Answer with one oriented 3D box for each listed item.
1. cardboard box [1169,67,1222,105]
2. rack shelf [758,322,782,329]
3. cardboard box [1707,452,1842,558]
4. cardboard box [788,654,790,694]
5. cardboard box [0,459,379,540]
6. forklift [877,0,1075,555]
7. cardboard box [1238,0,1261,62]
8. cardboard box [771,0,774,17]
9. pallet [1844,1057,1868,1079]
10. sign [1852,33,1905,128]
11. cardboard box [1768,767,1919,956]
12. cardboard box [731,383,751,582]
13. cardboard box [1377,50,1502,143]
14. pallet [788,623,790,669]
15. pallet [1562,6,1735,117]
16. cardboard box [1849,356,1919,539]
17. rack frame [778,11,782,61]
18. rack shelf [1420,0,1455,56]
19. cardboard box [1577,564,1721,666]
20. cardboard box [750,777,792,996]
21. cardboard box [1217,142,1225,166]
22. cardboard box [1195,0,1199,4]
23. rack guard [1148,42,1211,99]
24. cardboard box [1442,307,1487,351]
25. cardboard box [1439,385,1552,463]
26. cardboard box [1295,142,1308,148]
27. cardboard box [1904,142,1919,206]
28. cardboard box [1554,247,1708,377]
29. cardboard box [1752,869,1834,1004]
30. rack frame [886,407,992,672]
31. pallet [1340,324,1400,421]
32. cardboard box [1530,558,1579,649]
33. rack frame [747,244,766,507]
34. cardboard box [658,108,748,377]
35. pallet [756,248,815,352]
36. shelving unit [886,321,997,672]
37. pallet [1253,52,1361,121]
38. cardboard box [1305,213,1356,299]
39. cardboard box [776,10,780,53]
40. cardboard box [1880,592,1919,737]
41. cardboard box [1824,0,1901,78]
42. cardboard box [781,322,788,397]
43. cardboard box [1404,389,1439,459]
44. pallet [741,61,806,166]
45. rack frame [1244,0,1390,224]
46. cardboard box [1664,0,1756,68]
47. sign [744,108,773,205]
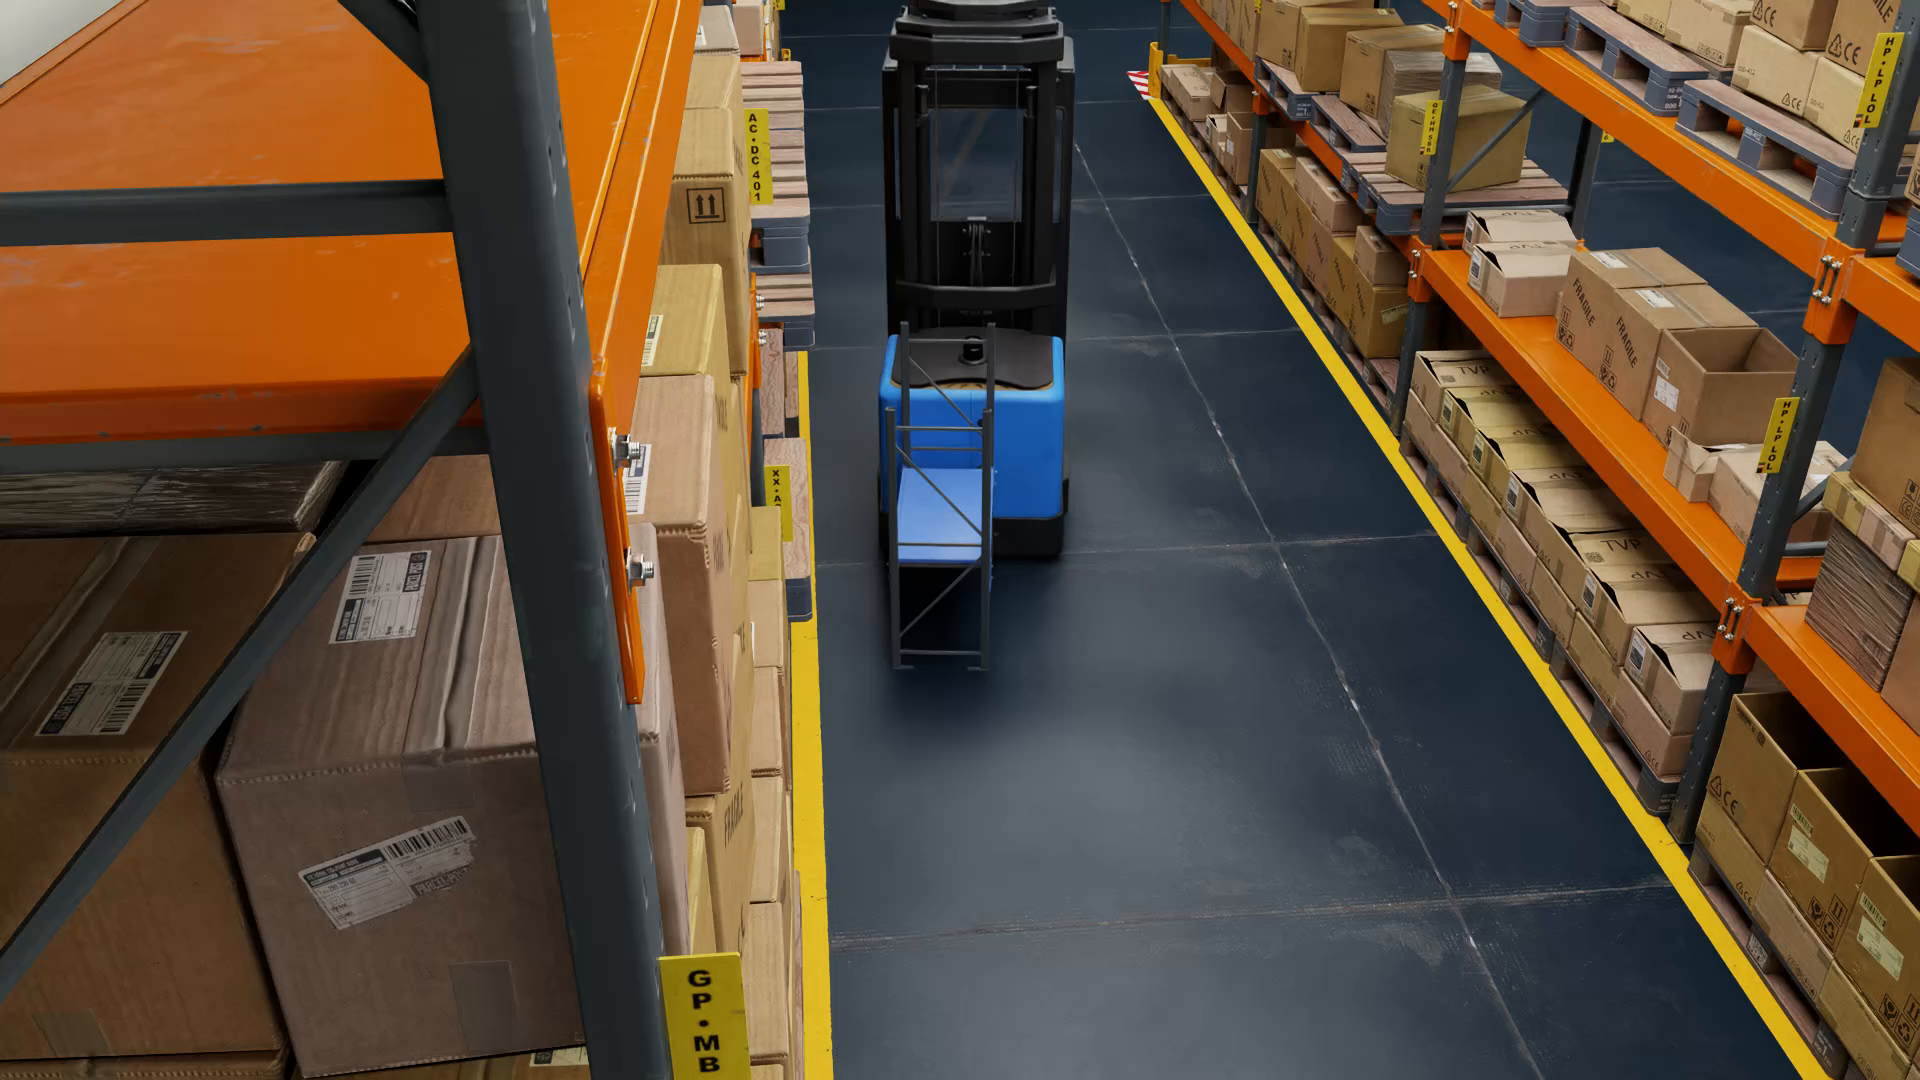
[{"bbox_3d":[2.407,-4.560,16.711,0.500,0.250,0.500,-3,31,-5],"label":"cardboard box"},{"bbox_3d":[-1.406,-0.444,8.270,1.077,0.370,4.000,-3,31,-5],"label":"rack shelf"},{"bbox_3d":[3.623,-0.156,7.233,0.500,0.250,0.500,-1,31,-1],"label":"cardboard box"},{"bbox_3d":[-0.873,0.551,6.029,0.500,0.250,0.500,-3,31,-4],"label":"cardboard box"},{"bbox_3d":[-1.208,0.056,2.714,0.500,0.500,0.500,-1,31,-2],"label":"cardboard box"},{"bbox_3d":[0.113,-1.892,10.060,1.130,2.935,3.031,1,31,2],"label":"forklift"},{"bbox_3d":[2.663,-4.342,13.996,0.500,0.500,0.500,-2,31,-4],"label":"cardboard box"},{"bbox_3d":[-1.668,-4.091,12.536,0.500,0.250,0.500,-2,31,-3],"label":"cardboard box"},{"bbox_3d":[3.862,2.258,5.764,1.003,0.211,1.213,-3,31,-5],"label":"pallet"},{"bbox_3d":[3.173,-1.585,5.742,0.100,0.325,0.005,-3,31,-5],"label":"sign"},{"bbox_3d":[3.499,1.214,6.334,0.500,0.500,0.500,-3,31,-5],"label":"cardboard box"},{"bbox_3d":[-0.766,-0.025,3.825,0.500,0.500,0.500,-1,31,-2],"label":"cardboard box"},{"bbox_3d":[3.273,-3.029,11.389,0.700,0.500,0.500,3,31,5],"label":"cardboard box"},{"bbox_3d":[-1.410,0.443,8.802,1.003,0.211,1.213,-3,31,-5],"label":"pallet"},{"bbox_3d":[3.599,-2.307,7.947,1.003,0.211,1.213,-1,31,-2],"label":"pallet"},{"bbox_3d":[3.760,-0.345,6.040,0.700,0.500,0.500,-3,31,-4],"label":"cardboard box"},{"bbox_3d":[-2.340,-5.859,16.633,1.000,3.000,0.127,-3,31,-5],"label":"rack frame"},{"bbox_3d":[3.152,-4.014,11.321,1.077,0.370,4.000,-3,31,-5],"label":"rack shelf"},{"bbox_3d":[3.335,0.330,7.998,0.500,0.311,0.500,-2,31,-3],"label":"cardboard box"},{"bbox_3d":[-0.729,1.006,4.536,0.500,0.500,0.500,-2,31,-3],"label":"cardboard box"},{"bbox_3d":[2.535,-3.487,15.013,0.380,0.149,0.250,-3,31,-5],"label":"cardboard box"},{"bbox_3d":[2.468,-5.382,15.738,0.500,0.500,0.500,-3,31,-5],"label":"cardboard box"},{"bbox_3d":[2.599,-4.986,17.610,1.175,0.500,0.348,-3,31,-5],"label":"rack guard"},{"bbox_3d":[3.581,-1.375,11.136,0.500,0.500,0.500,-1,31,-2],"label":"cardboard box"},{"bbox_3d":[3.153,-0.705,9.730,0.500,0.311,0.500,-3,31,-6],"label":"cardboard box"},{"bbox_3d":[3.141,-3.315,14.568,0.500,0.311,0.500,-3,31,-5],"label":"cardboard box"},{"bbox_3d":[3.497,-1.273,5.387,0.500,0.500,0.500,0,31,-1],"label":"cardboard box"},{"bbox_3d":[3.512,-1.201,8.737,0.500,0.500,0.500,-4,31,-7],"label":"cardboard box"},{"bbox_3d":[3.496,1.536,6.526,0.500,0.250,0.500,-3,31,-5],"label":"cardboard box"},{"bbox_3d":[-0.101,0.026,8.244,0.500,1.500,0.032,1,31,2],"label":"rack frame"},{"bbox_3d":[3.307,-1.199,11.552,1.003,0.211,1.213,-3,31,-5],"label":"pallet"},{"bbox_3d":[3.292,0.312,8.575,0.500,0.250,0.500,-2,31,-3],"label":"cardboard box"},{"bbox_3d":[-1.219,0.268,6.376,1.000,3.000,0.127,-3,31,-5],"label":"rack frame"},{"bbox_3d":[-0.781,-0.712,4.000,0.500,0.500,0.500,-4,31,-6],"label":"cardboard box"},{"bbox_3d":[-1.420,-1.333,9.244,1.213,0.211,1.003,-3,31,-5],"label":"pallet"},{"bbox_3d":[-0.083,-0.235,8.680,0.538,1.500,1.048,1,31,2],"label":"shelving unit"},{"bbox_3d":[2.931,-3.560,12.972,1.003,0.211,1.213,-3,31,-5],"label":"pallet"},{"bbox_3d":[2.915,-2.127,12.395,0.500,0.500,0.500,-4,31,-6],"label":"cardboard box"},{"bbox_3d":[-2.064,-4.596,14.227,0.980,0.700,0.700,-4,31,-6],"label":"cardboard box"},{"bbox_3d":[3.816,0.481,5.922,0.700,0.500,0.500,-3,31,-5],"label":"cardboard box"},{"bbox_3d":[3.694,-2.014,6.276,0.500,0.500,0.500,-2,31,-4],"label":"cardboard box"},{"bbox_3d":[-1.531,-1.413,10.878,0.750,0.750,0.750,-3,31,-5],"label":"cardboard box"},{"bbox_3d":[3.096,-0.732,10.322,0.500,0.250,0.500,-3,31,-5],"label":"cardboard box"},{"bbox_3d":[-1.271,-1.789,7.078,1.213,0.211,1.003,-3,31,-5],"label":"pallet"},{"bbox_3d":[2.965,-4.056,13.615,1.000,3.000,0.127,-3,31,-5],"label":"rack frame"},{"bbox_3d":[3.595,-2.354,7.578,0.500,0.250,0.500,-5,31,-9],"label":"cardboard box"},{"bbox_3d":[-0.679,-1.272,5.525,0.100,0.325,0.005,-3,31,-5],"label":"sign"}]
